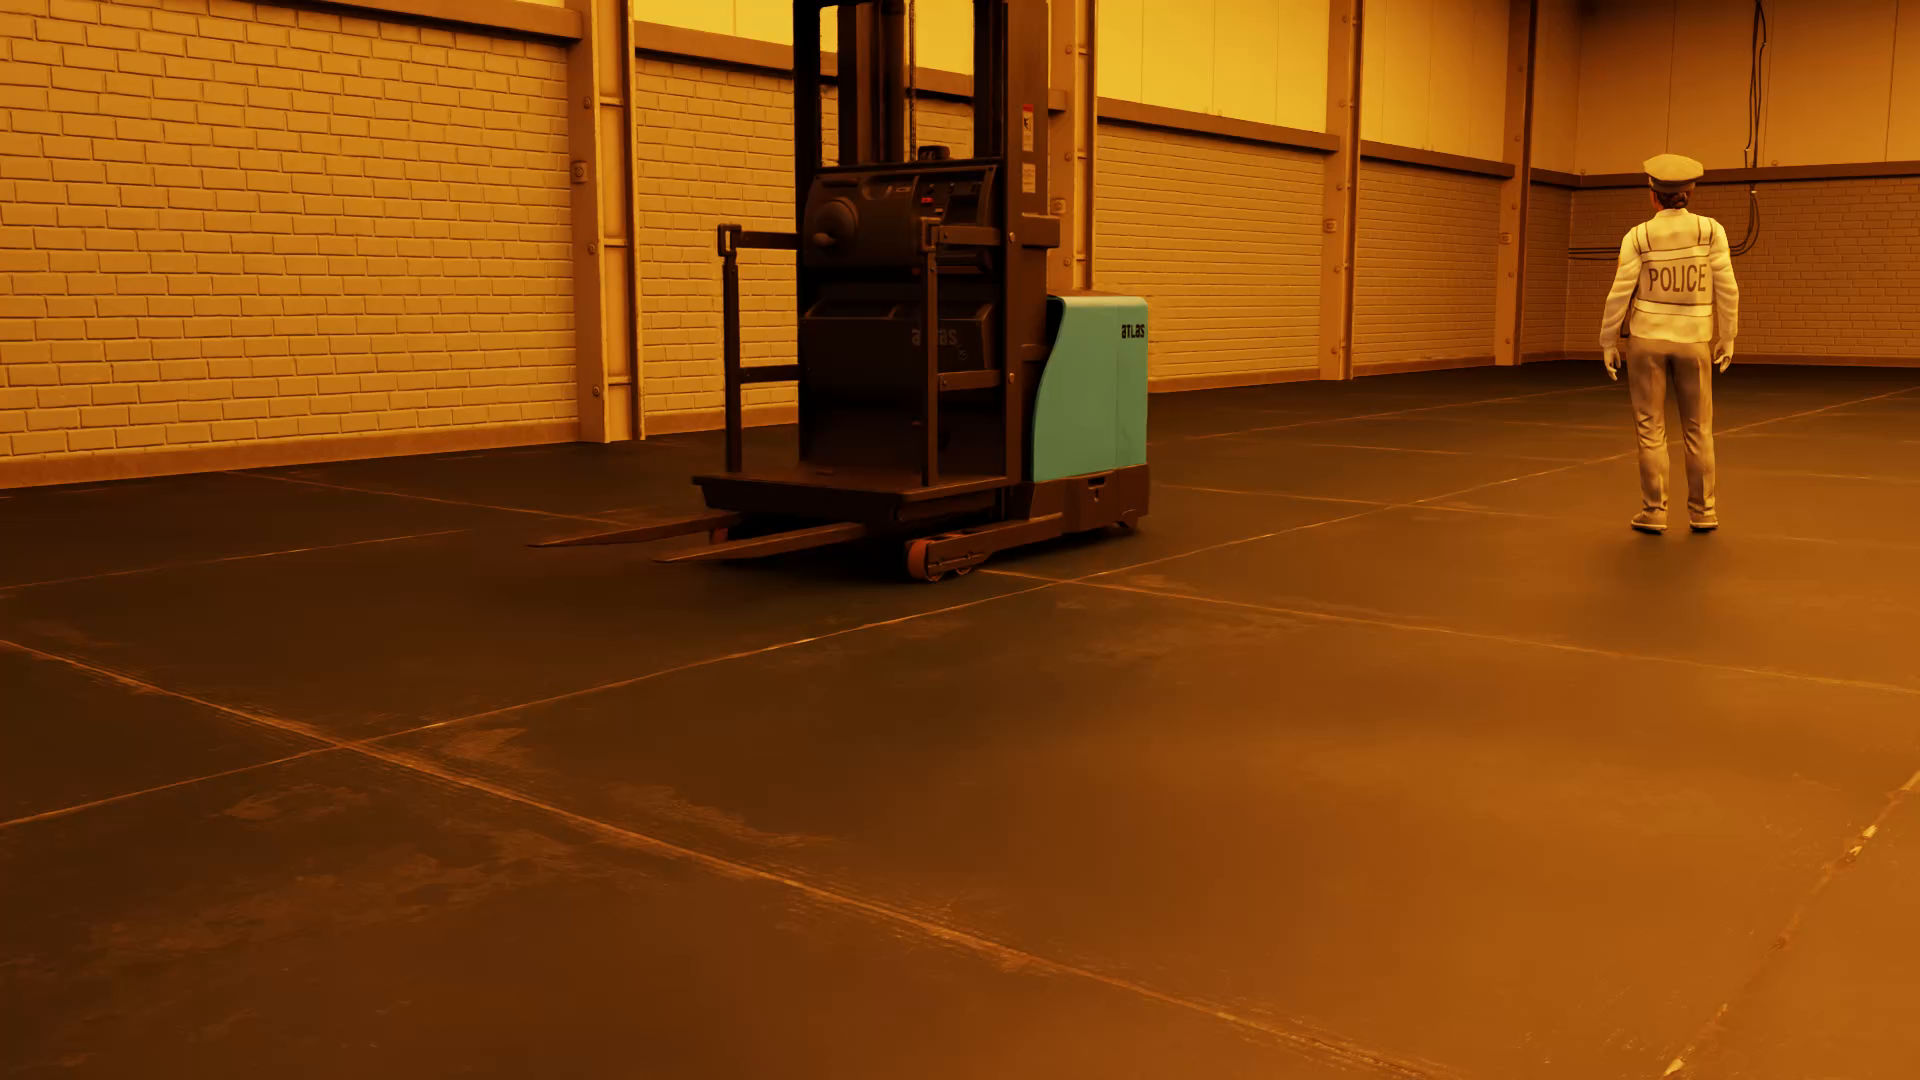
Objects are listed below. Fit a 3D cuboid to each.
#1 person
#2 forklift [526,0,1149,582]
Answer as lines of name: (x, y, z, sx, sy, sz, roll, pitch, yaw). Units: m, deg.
person: (3.216, -0.887, 7.567, 0.588, 1.694, 0.530, 2, 9, 15)
forklift: (-0.374, -1.368, 6.629, 1.130, 2.935, 3.031, 6, 10, 34)
